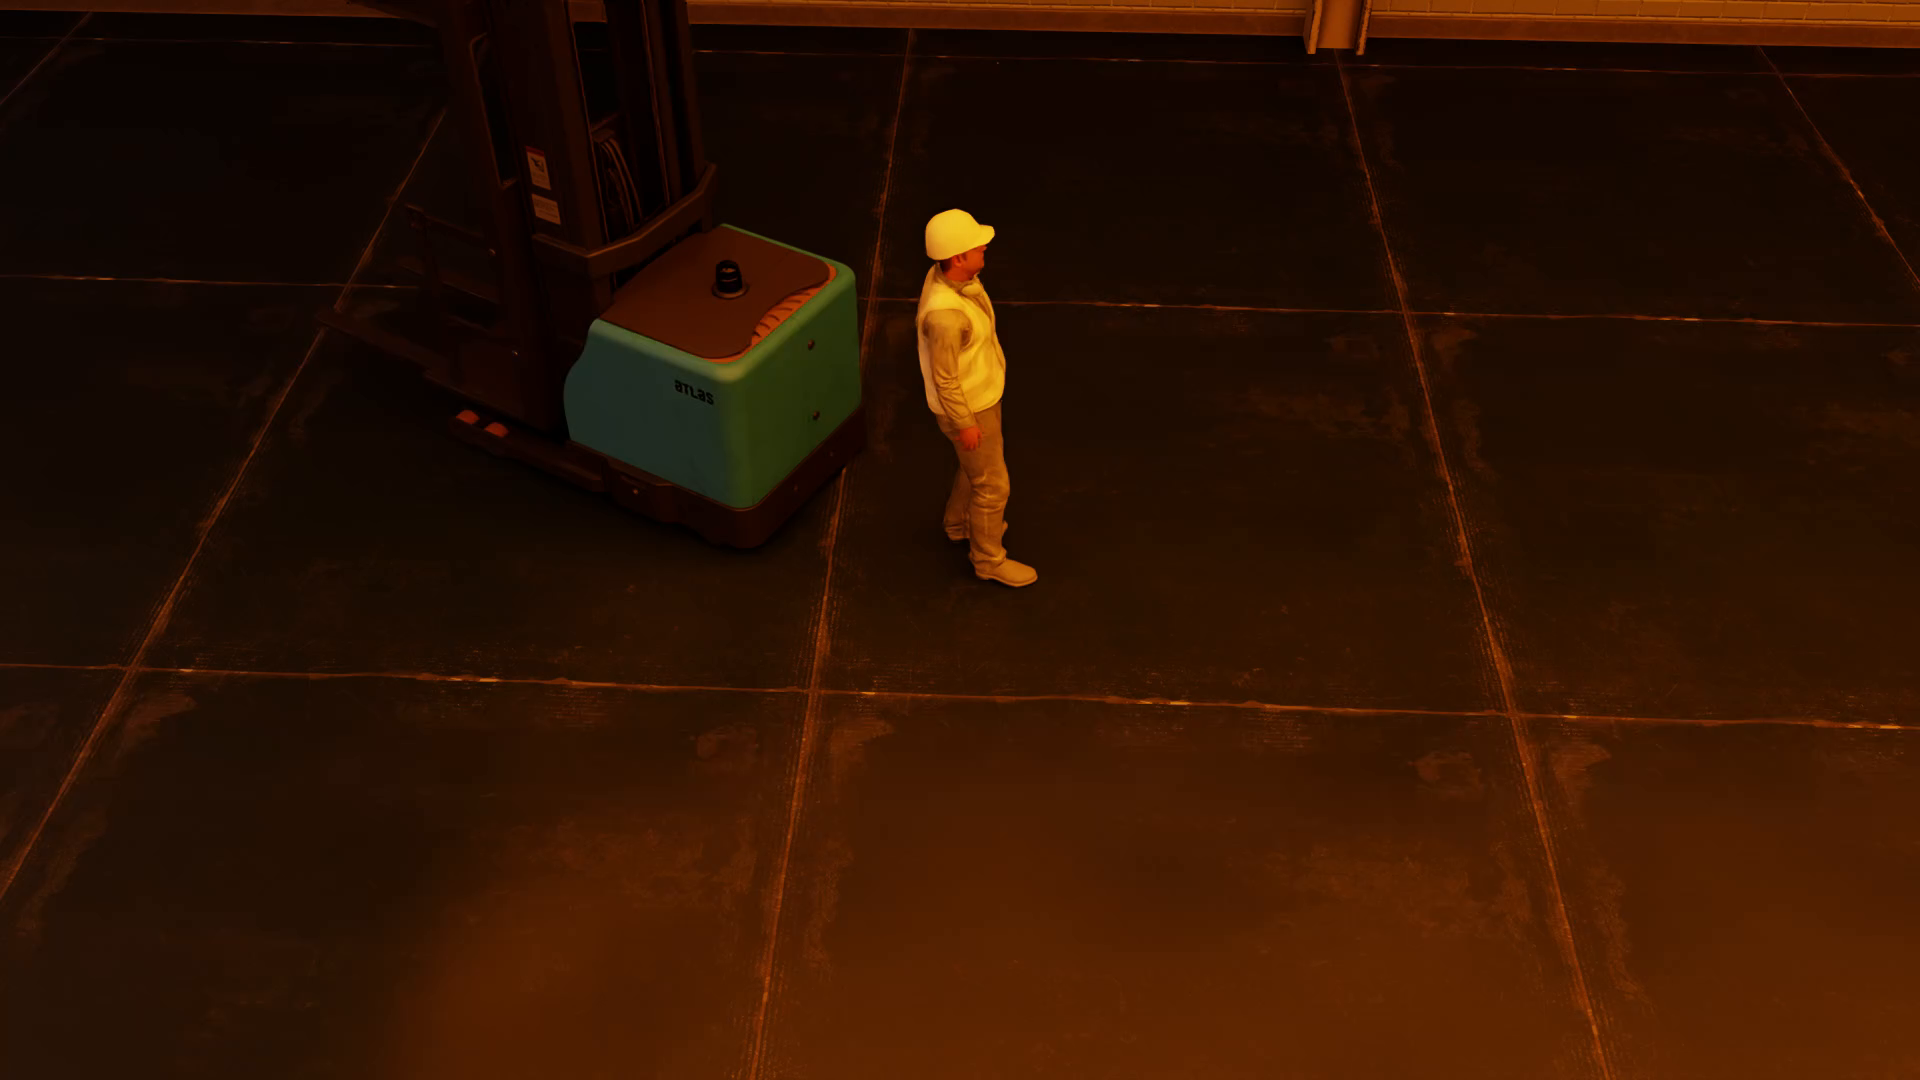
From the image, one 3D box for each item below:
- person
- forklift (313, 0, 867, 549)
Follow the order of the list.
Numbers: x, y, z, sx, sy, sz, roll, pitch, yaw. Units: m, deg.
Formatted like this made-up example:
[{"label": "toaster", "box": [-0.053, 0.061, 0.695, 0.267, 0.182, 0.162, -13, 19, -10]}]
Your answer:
[{"label": "person", "box": [0.101, -0.654, 7.335, 0.567, 1.765, 0.653, 4, 43, 4]}, {"label": "forklift", "box": [-1.997, -1.789, 7.702, 3.031, 2.935, 1.130, 22, 47, 22]}]
